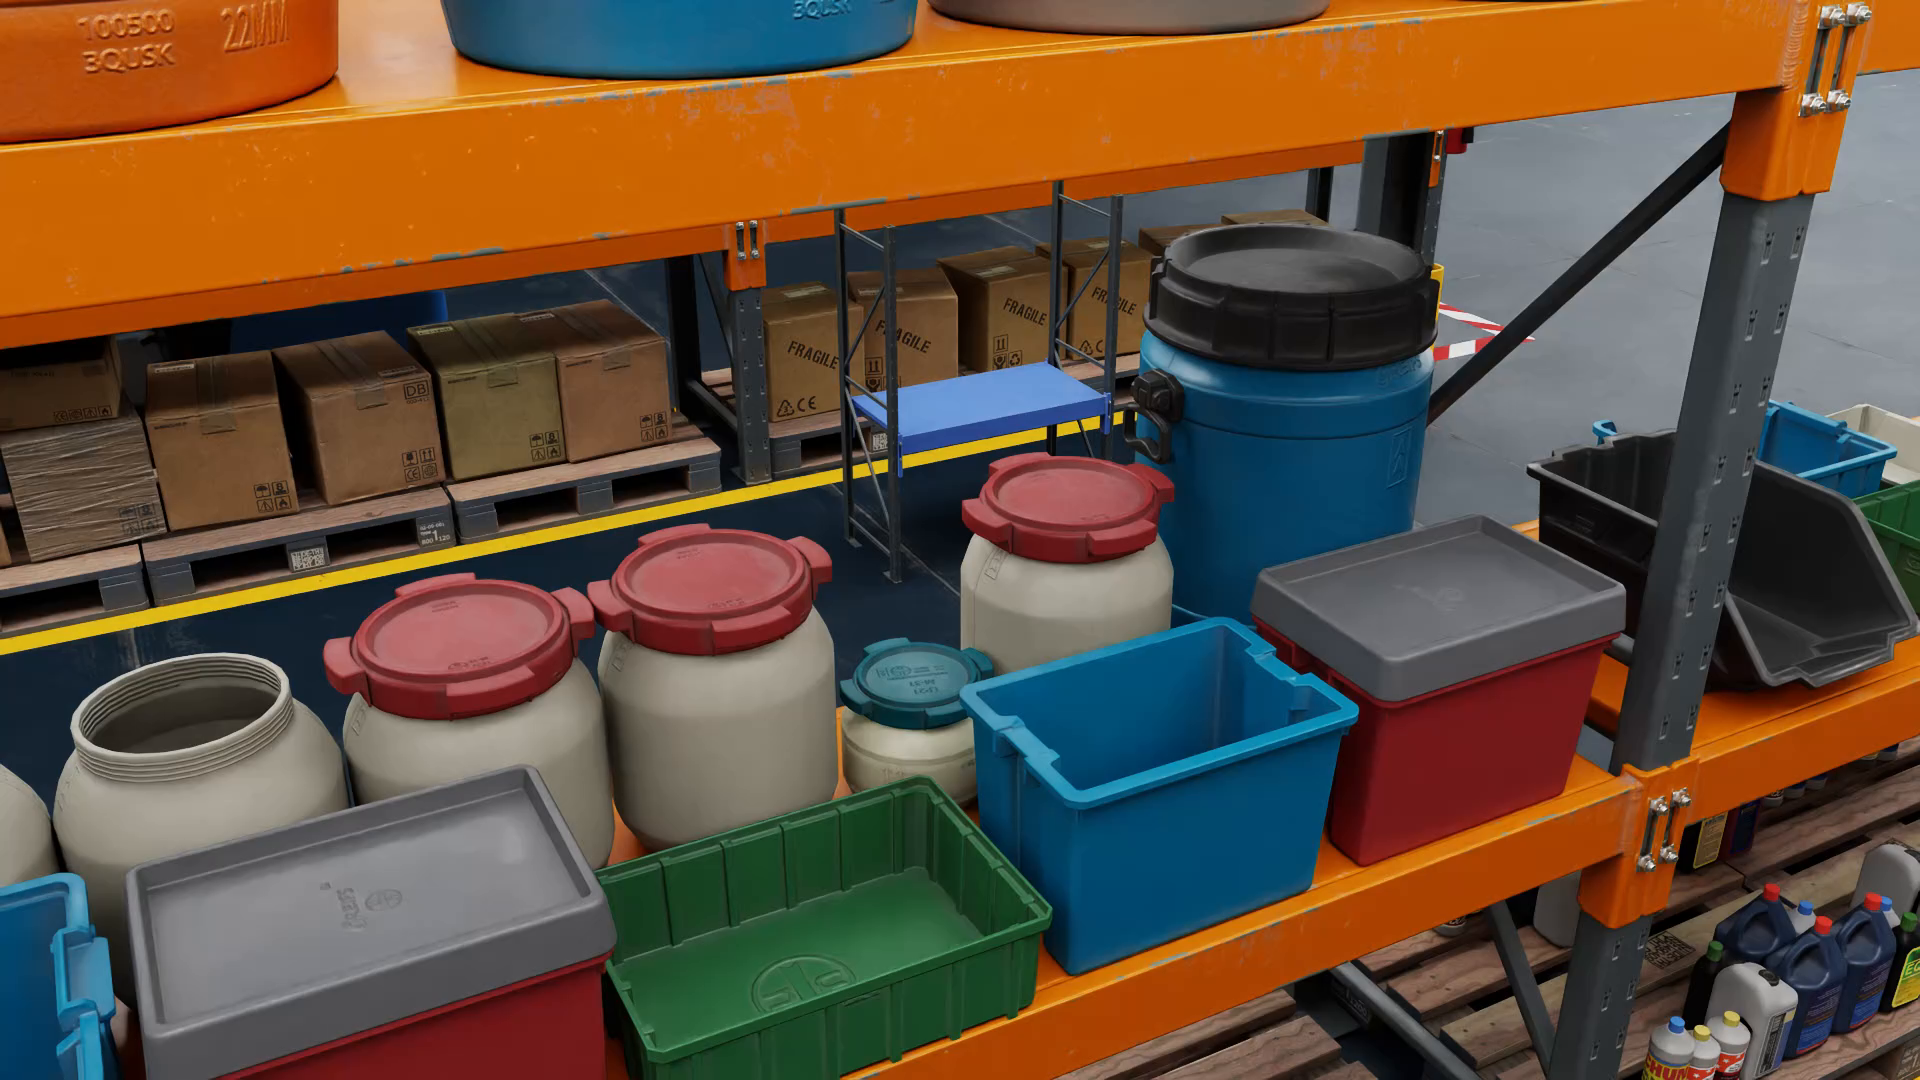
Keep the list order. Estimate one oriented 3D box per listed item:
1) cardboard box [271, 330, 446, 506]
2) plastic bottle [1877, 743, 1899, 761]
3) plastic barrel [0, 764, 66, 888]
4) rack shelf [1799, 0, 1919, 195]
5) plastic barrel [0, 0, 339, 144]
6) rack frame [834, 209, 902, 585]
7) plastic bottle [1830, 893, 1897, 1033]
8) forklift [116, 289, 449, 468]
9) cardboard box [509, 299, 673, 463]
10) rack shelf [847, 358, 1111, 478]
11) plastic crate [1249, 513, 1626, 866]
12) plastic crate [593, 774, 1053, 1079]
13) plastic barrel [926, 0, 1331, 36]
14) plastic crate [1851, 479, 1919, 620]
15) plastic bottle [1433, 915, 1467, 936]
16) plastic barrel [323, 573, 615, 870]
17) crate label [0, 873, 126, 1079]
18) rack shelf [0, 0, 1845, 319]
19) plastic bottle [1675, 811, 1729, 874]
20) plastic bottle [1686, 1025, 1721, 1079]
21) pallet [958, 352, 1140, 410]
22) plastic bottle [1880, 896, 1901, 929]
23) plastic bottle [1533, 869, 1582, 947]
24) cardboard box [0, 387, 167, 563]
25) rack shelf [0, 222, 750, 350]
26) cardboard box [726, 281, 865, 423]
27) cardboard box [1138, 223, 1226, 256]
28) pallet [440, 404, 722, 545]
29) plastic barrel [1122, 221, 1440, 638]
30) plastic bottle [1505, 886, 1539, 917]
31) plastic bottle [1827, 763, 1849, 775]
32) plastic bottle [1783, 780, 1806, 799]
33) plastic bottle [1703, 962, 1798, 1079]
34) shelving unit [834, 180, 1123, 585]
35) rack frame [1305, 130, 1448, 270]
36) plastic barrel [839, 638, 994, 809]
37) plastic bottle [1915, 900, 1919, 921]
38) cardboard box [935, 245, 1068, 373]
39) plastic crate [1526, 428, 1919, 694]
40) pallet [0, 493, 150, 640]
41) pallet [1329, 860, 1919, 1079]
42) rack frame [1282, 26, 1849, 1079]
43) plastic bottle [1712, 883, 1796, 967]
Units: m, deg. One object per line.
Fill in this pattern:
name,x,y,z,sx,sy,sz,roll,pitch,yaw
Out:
cardboard box,-2.646,-0.550,7.310,0.500,0.500,0.700,-16,30,-29
plastic bottle,2.942,0.559,5.264,0.097,0.271,0.097,0,26,0
plastic barrel,-1.563,0.565,2.478,0.421,0.512,0.421,0,26,0
rack shelf,2.924,-1.343,3.948,4.000,0.370,1.077,-13,29,-25
plastic barrel,-0.966,-0.857,1.607,0.708,0.830,0.600,-13,29,-25
rack frame,-0.373,-0.590,6.746,0.032,1.500,0.500,-13,29,-25
plastic bottle,2.233,1.043,4.163,0.185,0.351,0.144,-14,29,-27
forklift,-4.103,-1.822,7.659,3.031,2.935,1.130,-14,29,-26
cardboard box,-1.723,-0.754,7.735,0.500,0.500,0.700,-15,30,-29
rack shelf,0.075,-0.531,7.039,1.000,0.185,0.538,-13,29,-25
plastic crate,0.876,0.279,3.130,0.583,0.464,0.402,-13,29,-25
plastic crate,-0.245,0.650,2.675,0.662,0.188,0.450,-13,29,-25
plastic barrel,0.236,-1.167,2.169,0.600,0.901,0.600,0,26,0
plastic crate,2.490,0.019,3.990,0.662,0.188,0.450,-13,29,-25
plastic bottle,1.333,0.962,4.505,0.097,0.201,0.097,0,26,0
plastic barrel,-0.817,0.379,2.837,0.433,0.535,0.433,0,26,0
crate label,-1.366,0.792,2.095,0.616,0.435,0.502,-13,29,-25
rack shelf,-0.605,-0.529,2.251,4.000,0.370,1.077,-13,29,-25
plastic bottle,2.117,0.806,4.736,0.133,0.283,0.061,-13,29,-25
plastic bottle,1.736,1.237,3.933,0.097,0.201,0.097,0,26,0
pallet,0.482,-0.943,8.970,1.213,0.211,1.003,-13,29,-25
plastic bottle,2.346,1.035,4.273,0.097,0.271,0.097,0,26,0
plastic bottle,1.660,0.902,4.459,0.185,0.351,0.144,-13,29,-25
cardboard box,-3.636,-0.318,6.827,0.500,0.500,0.700,-16,30,-29
rack shelf,-2.936,-1.068,6.840,4.000,0.370,1.077,-13,29,-25
cardboard box,-0.800,-0.928,8.121,0.500,0.500,0.500,-14,29,-27
cardboard box,1.288,-1.421,9.147,0.500,0.500,0.500,-6,26,-12
pallet,-1.858,-0.383,7.805,1.213,0.211,1.003,-13,29,-25
plastic barrel,0.676,-0.171,3.561,0.708,0.901,0.600,-13,29,-25
plastic bottle,1.592,0.847,4.573,0.185,0.351,0.144,-14,29,-26
plastic bottle,2.734,0.593,5.180,0.133,0.283,0.061,-12,28,-24
plastic bottle,2.552,0.649,5.076,0.097,0.271,0.097,0,26,0
plastic bottle,1.919,1.148,4.032,0.135,0.276,0.152,-12,28,-23
shelving unit,0.075,-0.693,6.962,1.048,1.500,0.538,-13,29,-25
rack frame,2.358,-2.614,9.229,0.127,3.000,1.000,-13,29,-25
plastic barrel,-0.081,0.365,3.183,0.301,0.262,0.301,0,26,0
plastic bottle,2.608,0.957,4.344,0.185,0.351,0.144,-13,29,-25
cardboard box,0.213,-1.204,8.695,0.500,0.500,0.500,-16,30,-30
plastic crate,1.681,0.062,3.727,0.504,0.338,0.767,-13,29,-25
pallet,-4.011,0.114,6.770,1.213,0.211,1.003,-13,29,-25
pallet,1.772,1.228,4.448,1.213,0.211,1.003,-13,29,-25
rack frame,1.159,0.092,3.593,0.127,3.000,1.000,-13,29,-25
plastic bottle,1.999,1.027,4.198,0.185,0.351,0.144,-13,29,-25
